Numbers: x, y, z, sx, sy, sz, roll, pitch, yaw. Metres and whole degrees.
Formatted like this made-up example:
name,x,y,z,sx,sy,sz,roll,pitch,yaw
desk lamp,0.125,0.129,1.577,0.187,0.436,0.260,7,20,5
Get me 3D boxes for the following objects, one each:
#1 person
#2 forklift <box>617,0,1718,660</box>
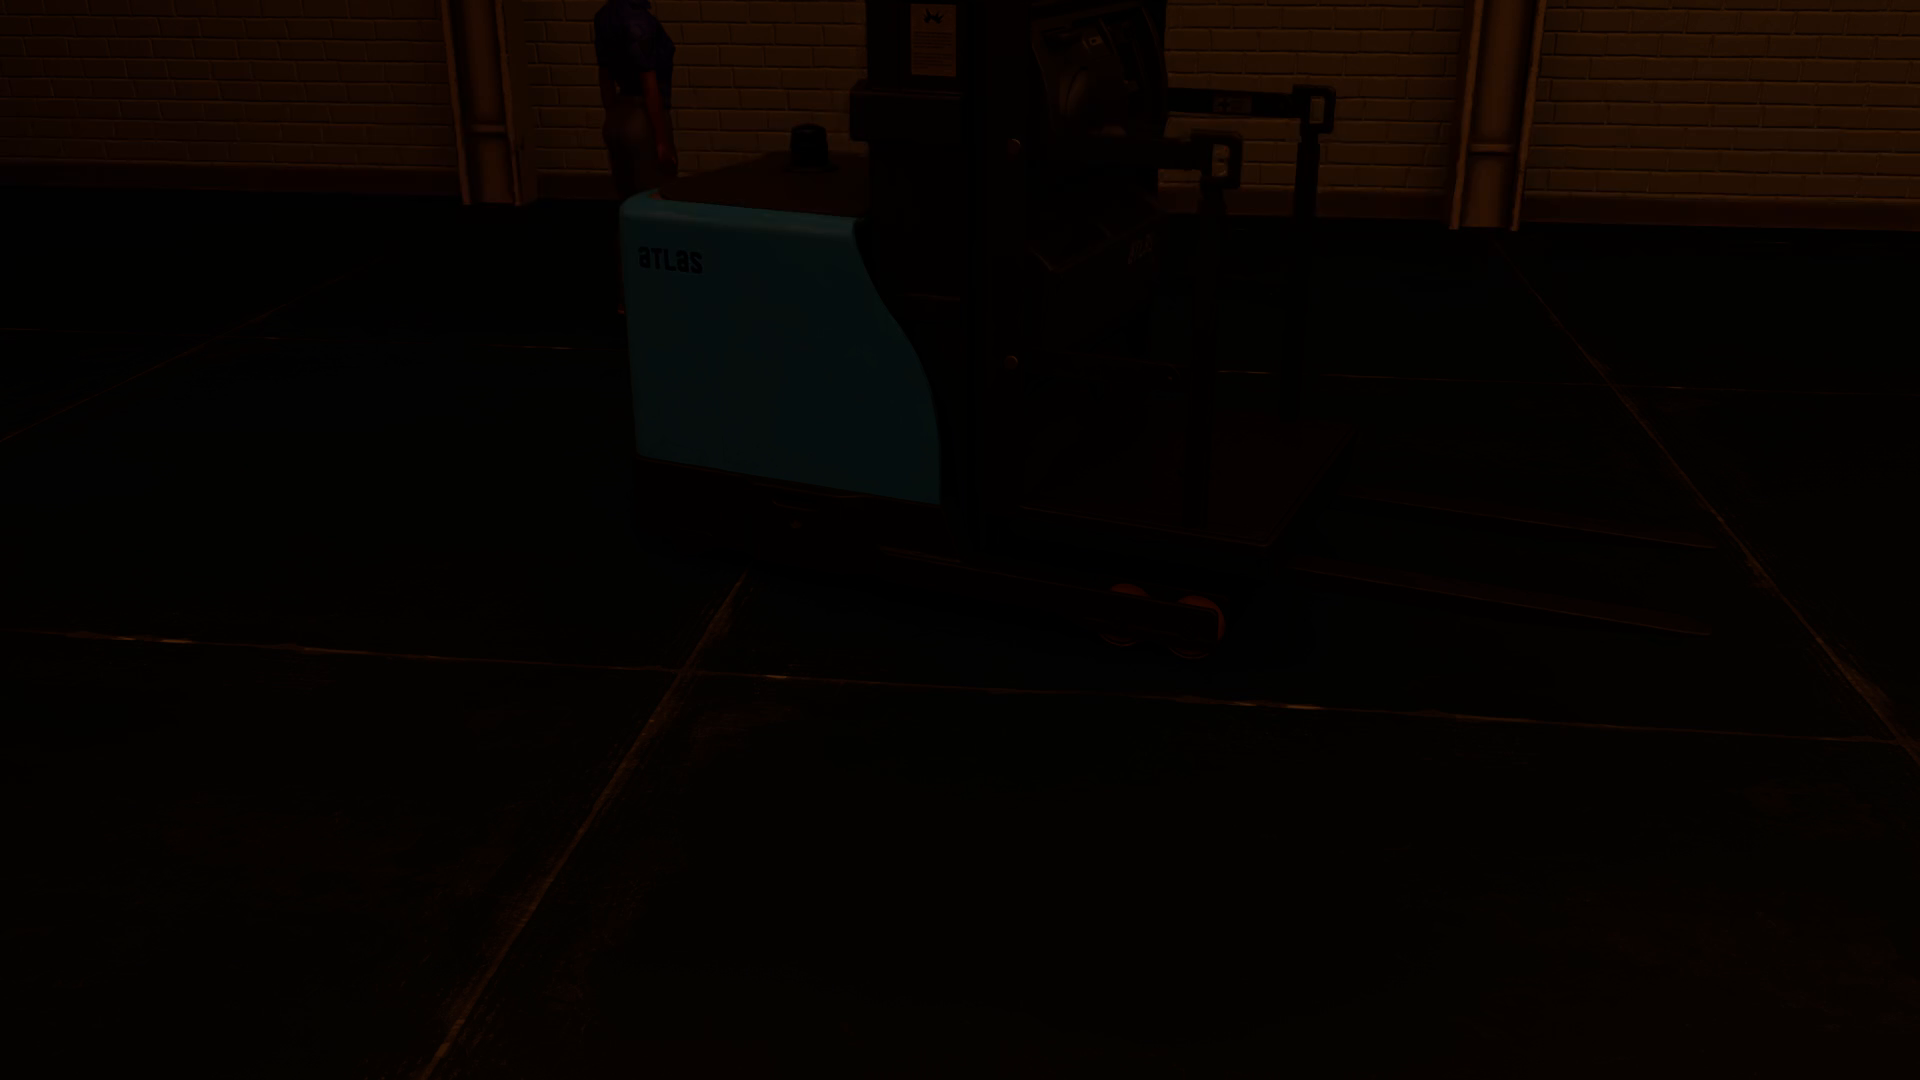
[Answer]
name,x,y,z,sx,sy,sz,roll,pitch,yaw
person,-1.410,-1.810,7.456,0.333,1.663,0.468,-16,27,-34
forklift,0.567,-1.269,4.406,3.031,2.935,1.130,10,24,23
